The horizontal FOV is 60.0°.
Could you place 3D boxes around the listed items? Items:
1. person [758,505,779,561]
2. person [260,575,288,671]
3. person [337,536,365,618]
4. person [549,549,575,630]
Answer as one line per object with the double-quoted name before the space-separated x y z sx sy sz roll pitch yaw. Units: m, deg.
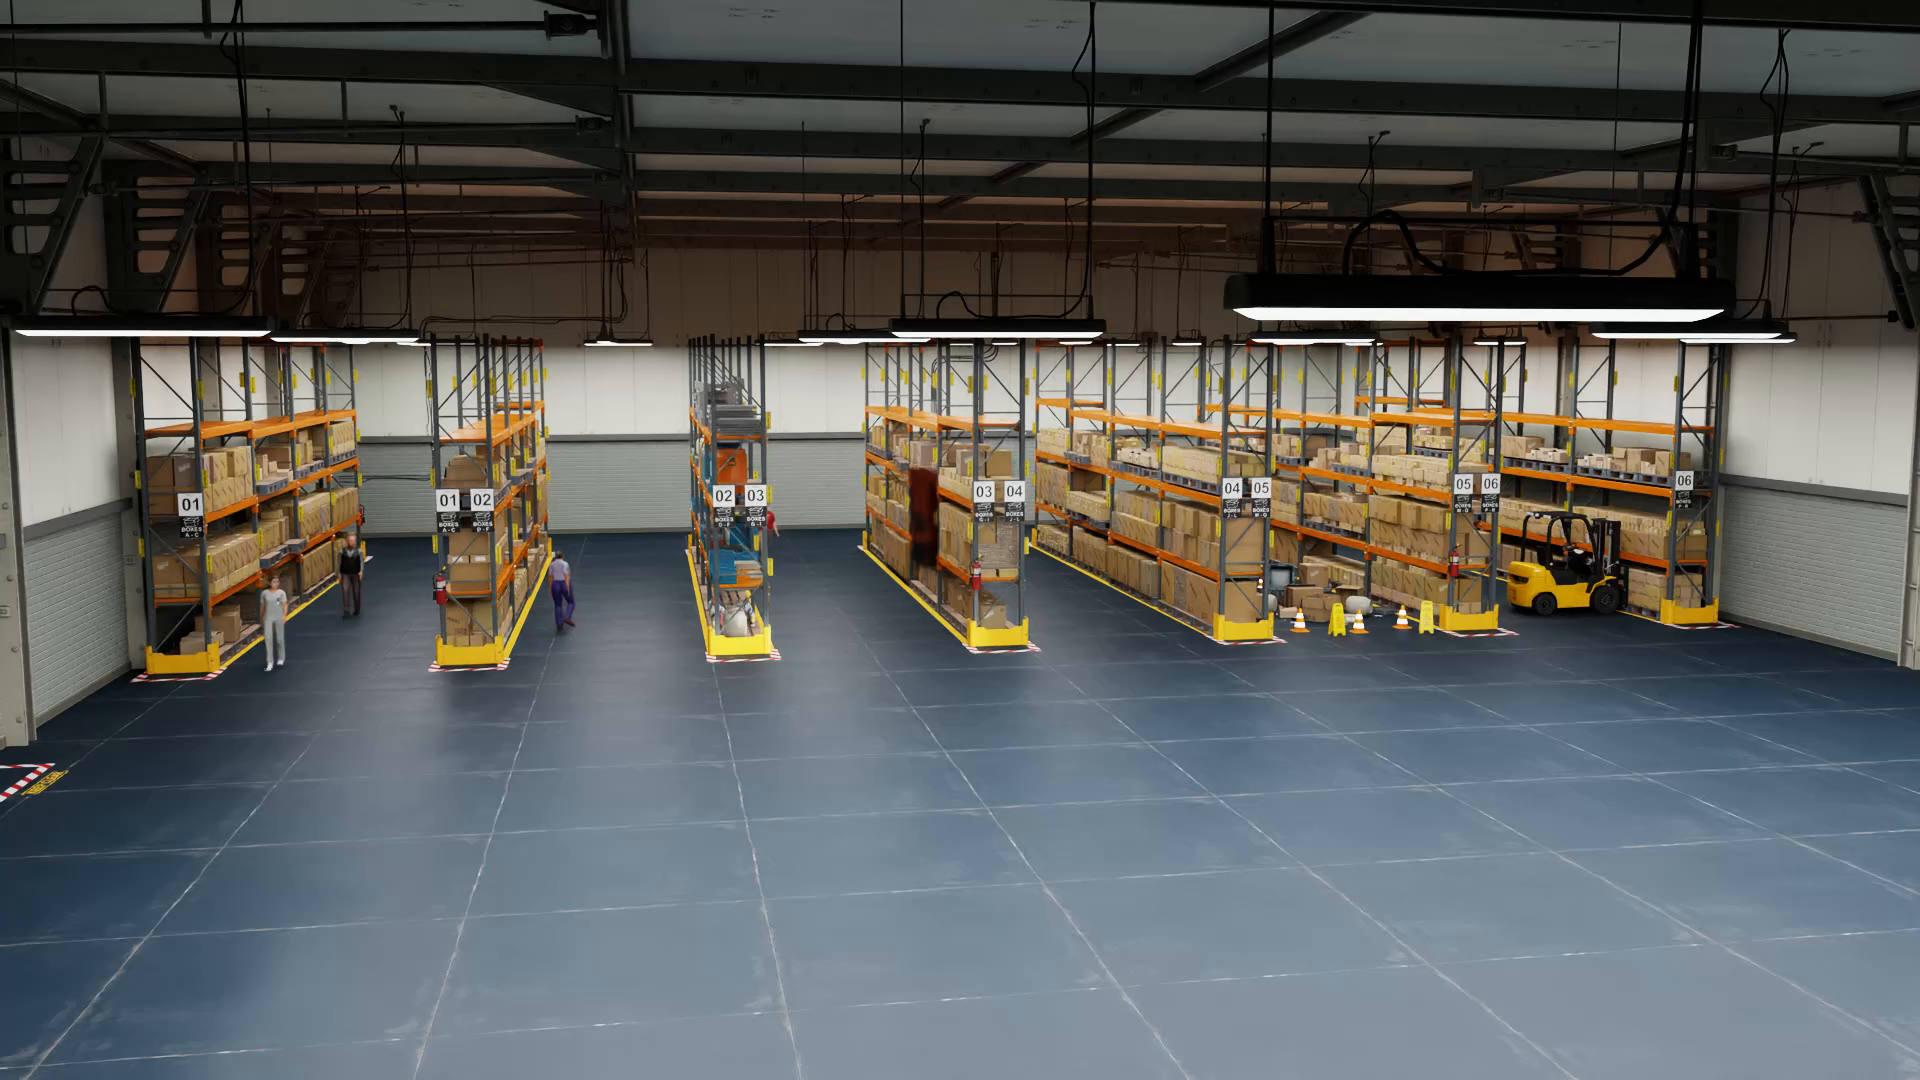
"person" -5.135 -0.166 43.980 0.591 1.674 1.051 -3 7 -27
"person" -12.362 1.477 29.997 0.465 1.663 0.740 -3 7 -25
"person" -13.108 0.794 35.811 0.569 1.722 0.752 -2 7 -20
"person" -8.155 1.020 34.020 0.546 1.622 0.464 0 7 -2
